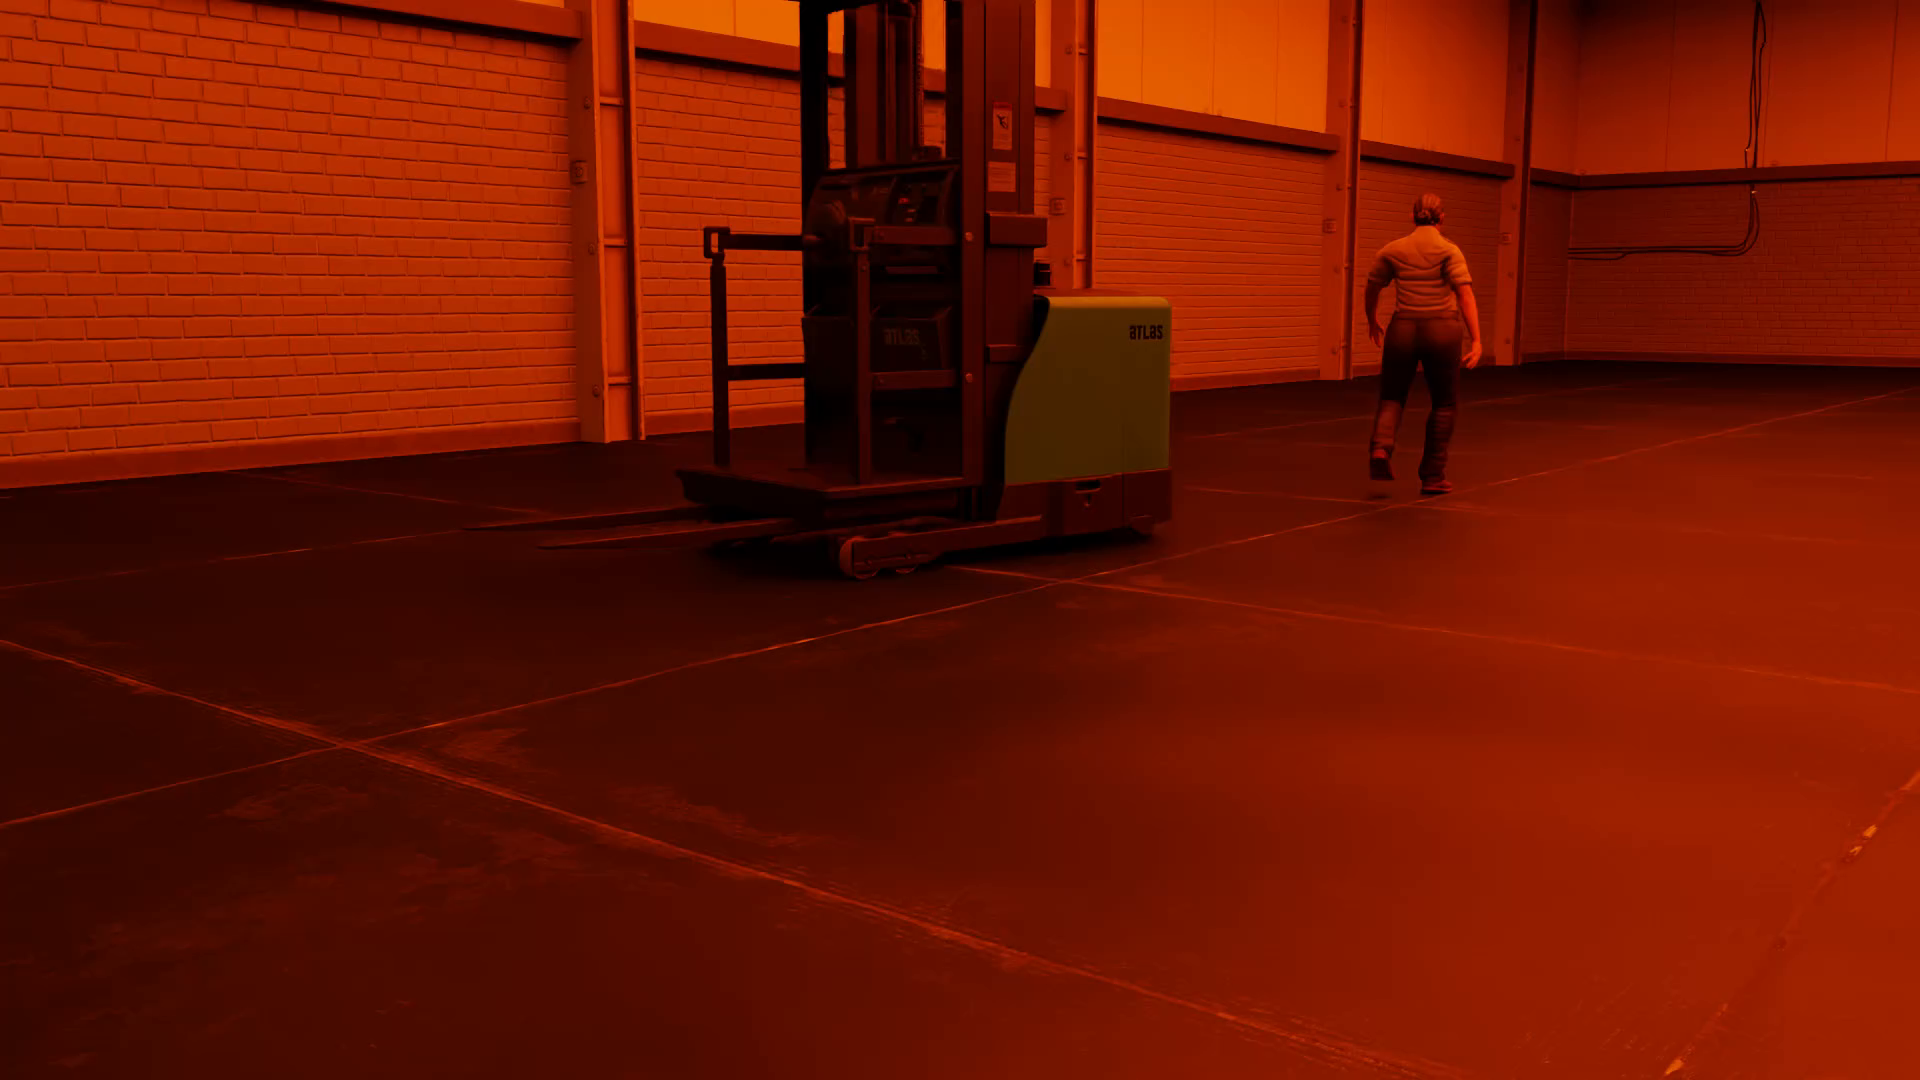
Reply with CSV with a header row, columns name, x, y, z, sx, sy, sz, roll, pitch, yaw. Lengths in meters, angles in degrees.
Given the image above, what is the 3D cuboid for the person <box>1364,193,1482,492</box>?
name,x,y,z,sx,sy,sz,roll,pitch,yaw
person,2.509,-1.063,9.063,0.719,1.633,0.557,5,10,31

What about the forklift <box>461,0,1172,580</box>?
name,x,y,z,sx,sy,sz,roll,pitch,yaw
forklift,-0.494,-1.383,6.736,3.031,2.935,1.130,-7,11,-40
